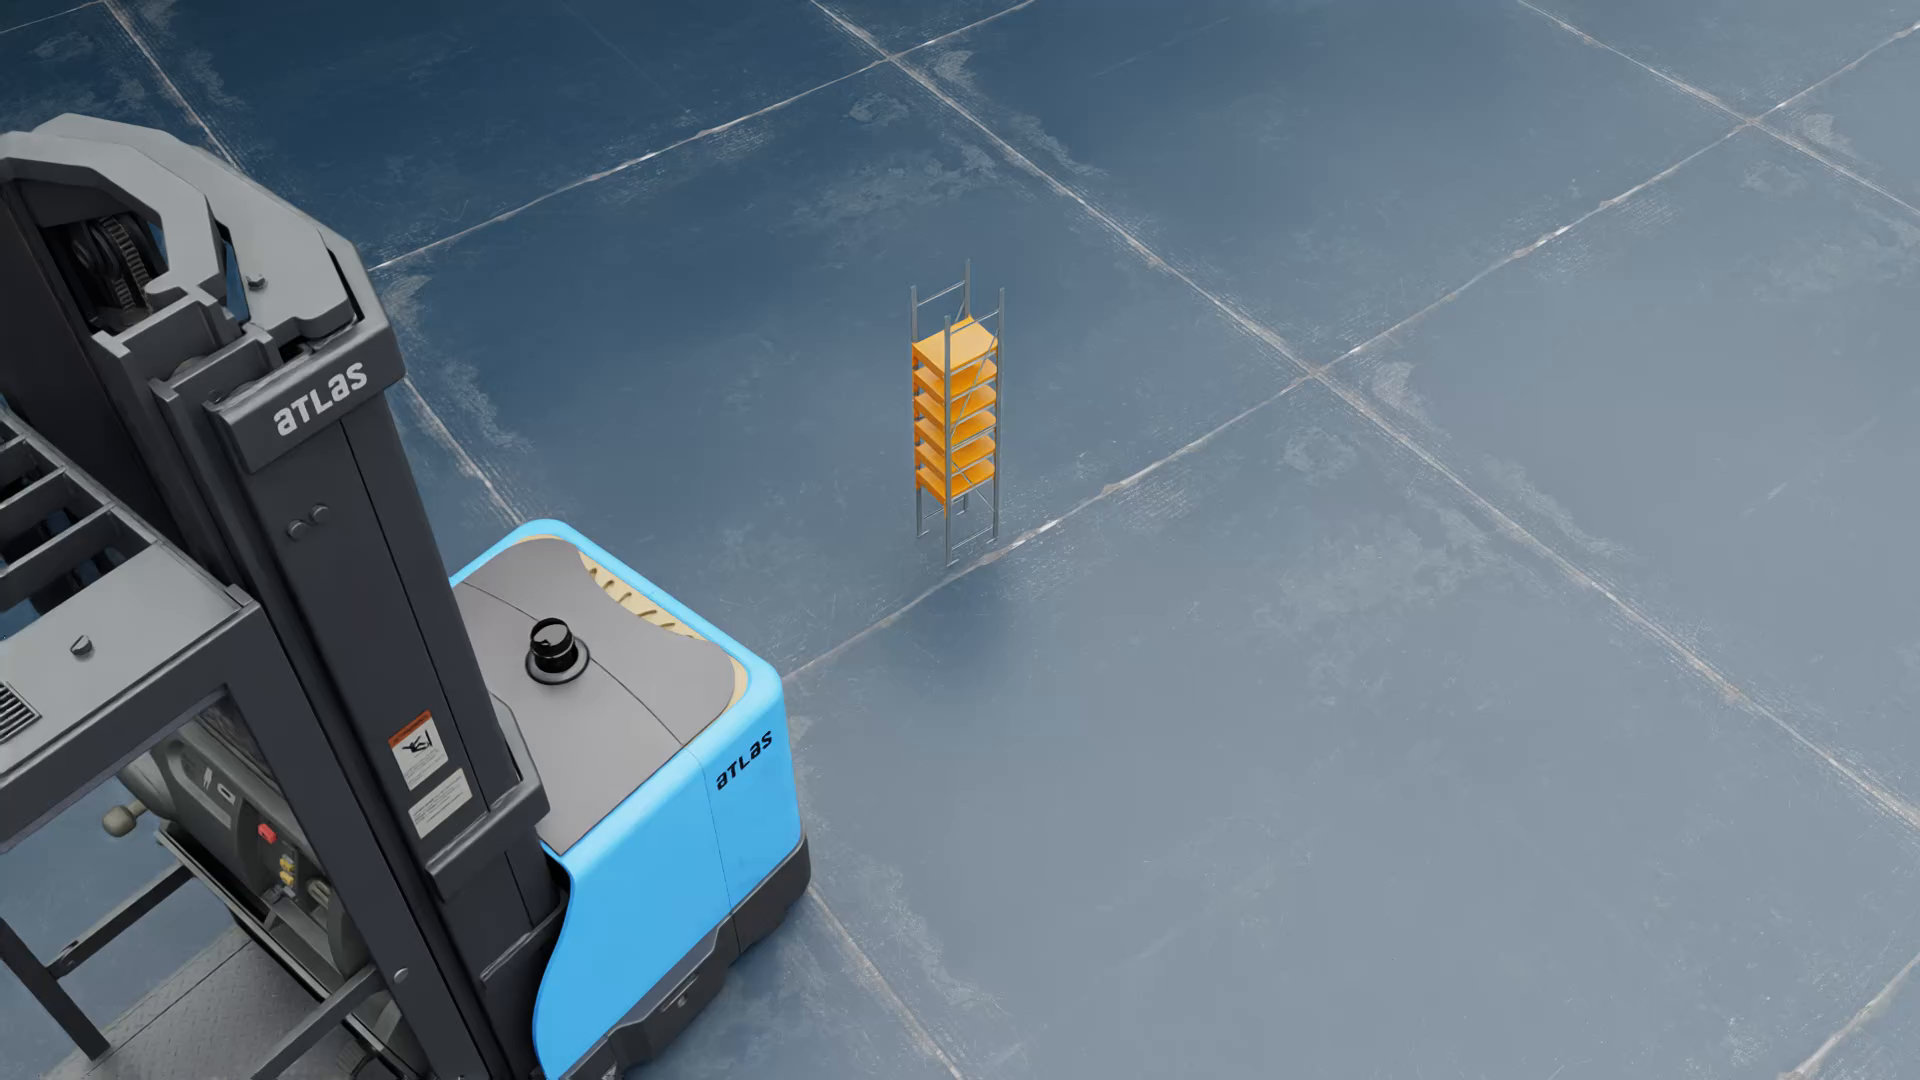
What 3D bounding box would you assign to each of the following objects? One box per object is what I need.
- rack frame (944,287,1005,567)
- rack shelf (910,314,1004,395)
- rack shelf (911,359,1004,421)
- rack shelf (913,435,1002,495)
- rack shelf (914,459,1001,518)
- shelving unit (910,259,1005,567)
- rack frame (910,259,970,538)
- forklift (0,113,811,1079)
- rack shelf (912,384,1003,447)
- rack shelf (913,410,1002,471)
[{"bbox_3d":[0.047,-0.358,5.764,0.240,1.200,0.006,-29,54,-24],"label":"rack frame"},{"bbox_3d":[-0.009,-0.623,5.579,0.258,0.103,0.180,-29,54,-24],"label":"rack shelf"},{"bbox_3d":[-0.009,-0.543,5.668,0.258,0.103,0.180,-29,54,-24],"label":"rack shelf"},{"bbox_3d":[-0.009,-0.301,5.935,0.258,0.103,0.180,-29,54,-24],"label":"rack shelf"},{"bbox_3d":[-0.009,-0.220,6.024,0.258,0.103,0.180,-29,54,-24],"label":"rack shelf"},{"bbox_3d":[-0.009,-0.412,5.813,0.258,1.200,0.189,-29,54,-24],"label":"shelving unit"},{"bbox_3d":[-0.064,-0.465,5.862,0.240,1.200,0.006,-29,54,-24],"label":"rack frame"},{"bbox_3d":[-1.788,0.720,3.619,1.130,2.935,3.031,31,55,25],"label":"forklift"},{"bbox_3d":[-0.009,-0.462,5.757,0.258,0.103,0.180,-29,54,-24],"label":"rack shelf"},{"bbox_3d":[-0.009,-0.382,5.846,0.258,0.103,0.180,-29,54,-24],"label":"rack shelf"}]
